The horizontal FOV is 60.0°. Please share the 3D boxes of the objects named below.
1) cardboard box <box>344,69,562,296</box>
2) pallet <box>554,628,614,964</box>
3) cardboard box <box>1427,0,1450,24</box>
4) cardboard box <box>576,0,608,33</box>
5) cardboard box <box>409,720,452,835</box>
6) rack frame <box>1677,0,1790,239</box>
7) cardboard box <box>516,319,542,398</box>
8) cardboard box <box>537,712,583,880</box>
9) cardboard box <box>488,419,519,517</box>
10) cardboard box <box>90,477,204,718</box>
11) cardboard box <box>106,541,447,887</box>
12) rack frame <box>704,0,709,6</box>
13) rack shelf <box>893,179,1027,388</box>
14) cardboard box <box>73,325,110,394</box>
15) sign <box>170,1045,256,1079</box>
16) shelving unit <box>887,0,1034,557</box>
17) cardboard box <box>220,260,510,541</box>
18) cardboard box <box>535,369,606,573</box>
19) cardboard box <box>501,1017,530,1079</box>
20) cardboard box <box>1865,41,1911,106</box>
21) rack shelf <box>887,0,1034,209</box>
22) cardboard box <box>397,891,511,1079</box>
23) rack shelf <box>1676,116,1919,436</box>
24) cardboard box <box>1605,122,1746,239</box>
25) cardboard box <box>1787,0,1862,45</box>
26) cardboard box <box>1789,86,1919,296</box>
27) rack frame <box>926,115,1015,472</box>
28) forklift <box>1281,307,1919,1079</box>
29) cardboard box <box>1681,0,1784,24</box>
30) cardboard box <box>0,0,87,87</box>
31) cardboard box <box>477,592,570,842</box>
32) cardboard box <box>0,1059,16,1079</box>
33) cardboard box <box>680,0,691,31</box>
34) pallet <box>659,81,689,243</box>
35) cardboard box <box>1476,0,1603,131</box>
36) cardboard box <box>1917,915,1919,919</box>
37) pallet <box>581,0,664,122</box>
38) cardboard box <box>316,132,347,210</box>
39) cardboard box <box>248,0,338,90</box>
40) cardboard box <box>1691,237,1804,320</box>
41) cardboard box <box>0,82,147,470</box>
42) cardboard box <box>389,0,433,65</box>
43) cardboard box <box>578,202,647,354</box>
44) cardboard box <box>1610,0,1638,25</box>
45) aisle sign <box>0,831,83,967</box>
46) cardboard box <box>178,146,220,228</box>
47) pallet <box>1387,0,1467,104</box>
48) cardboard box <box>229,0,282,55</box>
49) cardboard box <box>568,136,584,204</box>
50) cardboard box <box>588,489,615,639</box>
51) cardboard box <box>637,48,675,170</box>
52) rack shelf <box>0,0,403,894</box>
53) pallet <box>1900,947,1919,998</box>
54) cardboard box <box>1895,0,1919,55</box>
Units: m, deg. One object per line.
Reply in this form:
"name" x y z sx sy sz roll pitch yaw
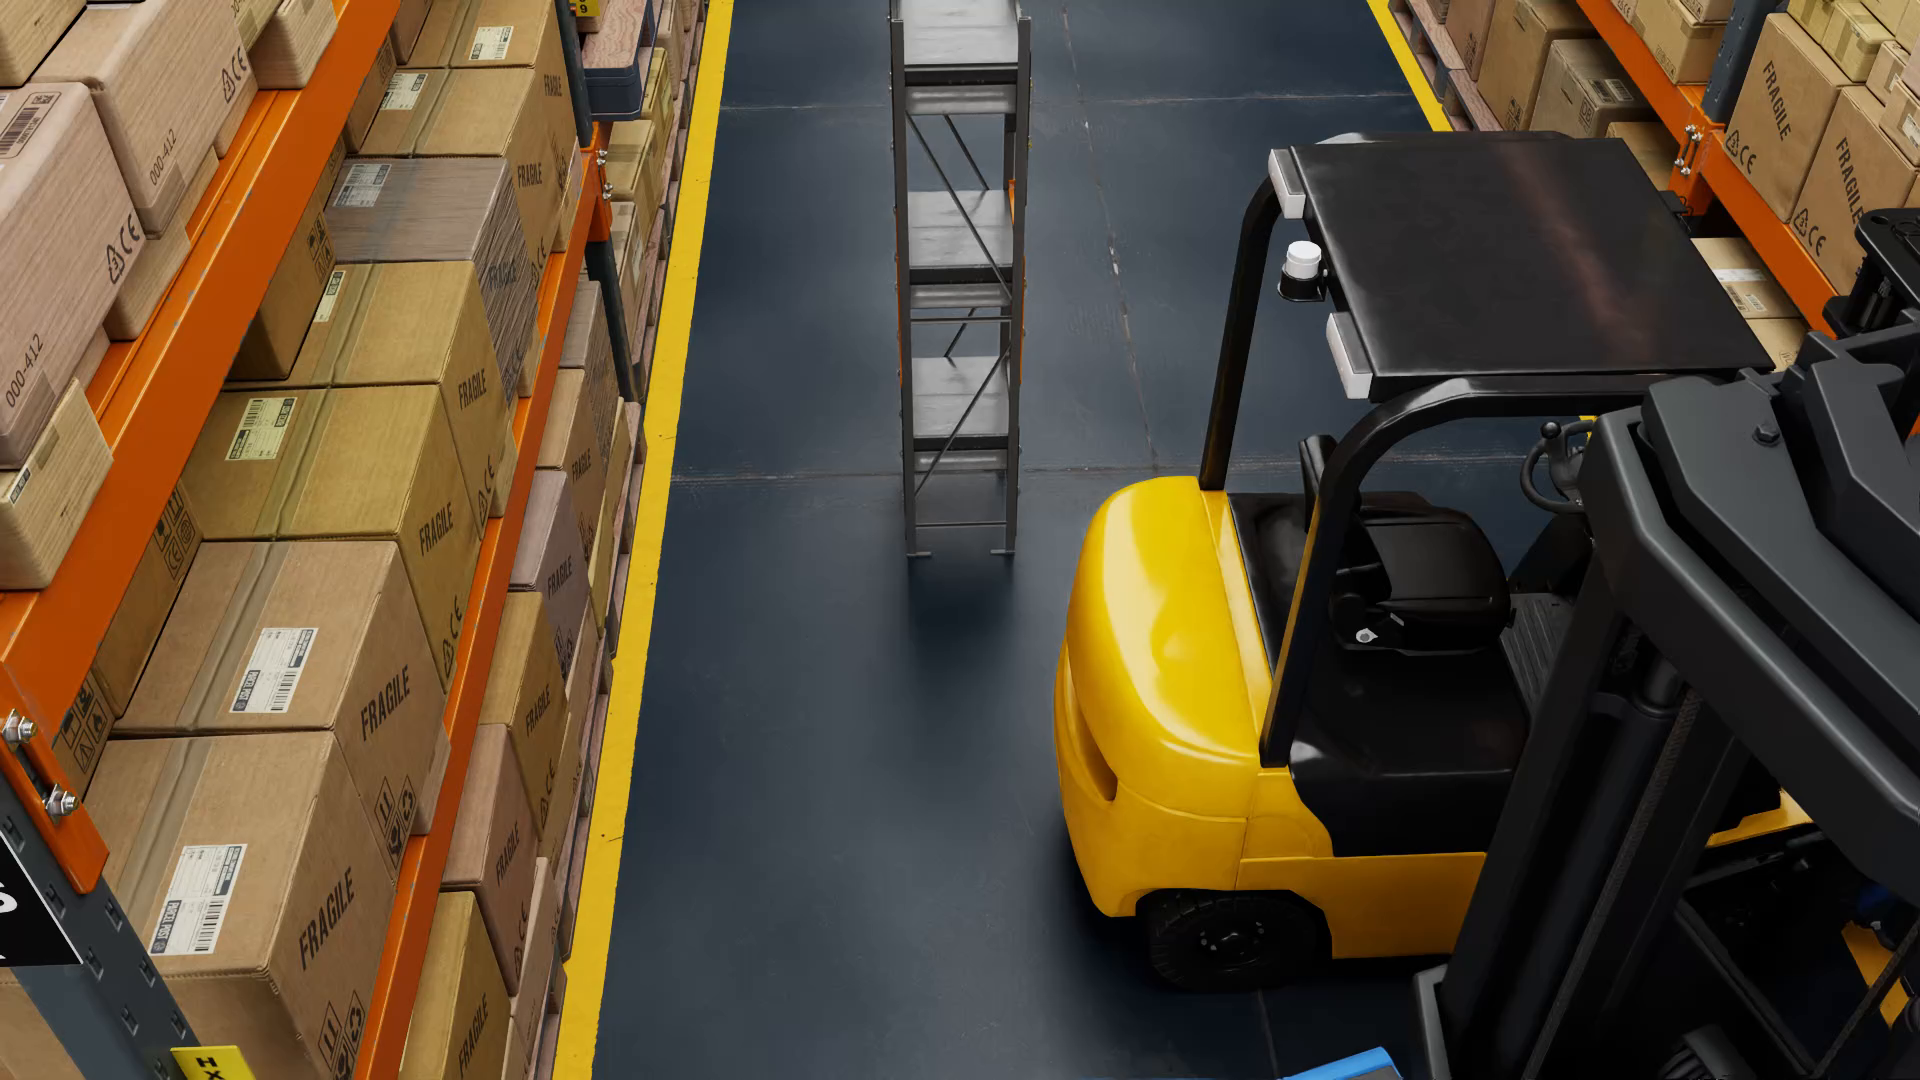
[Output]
"cardboard box" -1.493 -1.030 4.860 0.500 0.500 0.500 0 43 0
"pallet" -1.671 0.782 5.241 1.003 0.211 1.213 -2 43 -2
"cardboard box" 3.013 -3.227 8.998 0.875 0.625 0.625 0 43 0
"cardboard box" -1.497 -1.968 6.053 0.380 0.149 0.250 -1 43 -1
"cardboard box" -1.347 0.510 3.660 0.380 0.149 0.250 -1 43 -1
"rack frame" 3.170 -1.669 5.851 1.000 3.000 0.127 -2 43 -2
"cardboard box" -1.425 -0.537 4.802 0.380 0.149 0.250 -2 43 -2
"cardboard box" -1.427 0.770 4.914 0.500 0.250 0.500 1 43 1
"cardboard box" -1.397 -0.191 4.424 0.380 0.149 0.250 -1 43 -1
"cardboard box" -1.873 -0.019 3.017 0.700 0.500 0.500 -1 43 -1
"cardboard box" -1.388 0.353 3.351 0.500 0.500 0.500 0 43 0
"rack frame" -1.959 -4.224 8.639 1.000 3.000 0.127 -2 43 -2
"rack shelf" -0.007 -0.876 5.672 0.431 0.518 0.480 -2 43 -2
"cardboard box" -1.410 -0.245 2.263 0.380 0.149 0.250 -3 43 -3
"sign" -1.077 0.842 2.471 0.100 0.325 0.005 -2 43 -2
"shelving unit" -0.007 -0.886 5.662 0.431 2.100 0.503 -2 43 -2
"cardboard box" -1.440 -0.334 4.101 0.500 0.500 0.500 -2 43 -3
"cardboard box" -1.473 -0.207 5.425 0.500 0.500 0.500 -1 43 -1
"cardboard box" -1.377 1.483 4.137 0.500 0.250 0.500 -2 43 -2
"cardboard box" 2.972 -1.372 4.973 0.380 0.149 0.250 -2 43 -2
"rack shelf" -0.007 -1.392 5.199 0.431 0.518 0.480 -2 43 -2
"cardboard box" -1.379 1.190 3.901 0.500 0.500 0.500 -3 43 -3
"rack shelf" 3.255 -0.054 4.621 1.077 0.370 4.000 -2 43 -2
"cardboard box" 3.136 -1.300 6.895 0.875 0.625 0.625 0 43 0
"cardboard box" 2.920 -1.722 5.355 0.380 0.149 0.250 -2 43 -2
"cardboard box" 2.966 -1.048 5.099 0.500 0.500 0.500 -1 43 -1
"rack frame" -0.017 -1.051 5.842 0.400 2.100 0.015 -2 43 -2
"forklift" 1.728 0.932 3.064 3.031 2.935 1.130 -13 44 -14
"cardboard box" 2.893 -2.122 6.086 0.500 0.250 0.500 -2 43 -3
"cardboard box" -1.406 -0.717 2.188 0.380 0.149 0.250 -2 43 -2
"cardboard box" -1.419 0.499 4.655 0.500 0.500 0.500 -1 43 -1
"cardboard box" -1.918 0.671 3.003 0.500 0.500 0.500 -2 43 -3
"cardboard box" -1.945 -3.029 8.968 0.950 0.372 0.625 -4 43 -5
"pallet" -1.879 -1.847 8.109 1.003 0.211 1.213 -2 43 -2
"cardboard box" 3.077 -2.332 8.021 0.875 0.625 0.625 -3 43 -4
"cardboard box" 2.980 0.908 4.763 0.500 0.250 0.500 -1 43 -1
"pallet" -1.677 -1.973 6.325 1.003 0.211 1.213 -2 43 -2
"cardboard box" -1.993 -1.051 4.142 0.700 0.500 0.500 -3 43 -3
"cardboard box" -1.368 -0.942 3.024 0.380 0.149 0.250 -1 43 -1
"cardboard box" 2.877 -0.843 5.934 0.500 0.250 0.500 -2 43 -2
"cardboard box" -1.375 -0.331 2.062 0.500 0.250 0.500 -2 43 -3
"cardboard box" -1.987 -1.736 4.890 0.700 0.500 0.500 -2 43 -2
"cardboard box" -1.814 -1.064 6.825 0.950 0.372 0.625 -1 43 -1
"cardboard box" 2.860 -2.286 6.635 0.500 0.250 0.500 -2 43 -2
"aisle sign" -1.307 0.251 1.832 0.394 0.787 0.004 -2 43 -2
"cardboard box" -1.422 -0.591 2.641 0.380 0.149 0.250 -2 43 -2
"pallet" 2.996 -2.784 9.132 1.003 0.211 1.213 -2 43 -2
"cardboard box" -1.433 -1.019 2.813 0.500 0.250 0.500 0 43 -1
"cardboard box" -1.471 -1.223 5.550 0.380 0.149 0.250 -2 43 -2
"cardboard box" -1.463 0.085 5.661 0.500 0.250 0.500 -3 43 -3
"cardboard box" -1.879 -2.019 7.866 0.950 0.372 0.625 0 43 0
"rack shelf" -1.704 -1.014 3.449 1.077 0.370 4.000 -2 43 -2
"pallet" 3.265 1.544 4.409 1.003 0.211 1.213 -2 43 -2
"cardboard box" 3.008 -1.485 4.876 0.380 0.149 0.250 -2 43 -3
